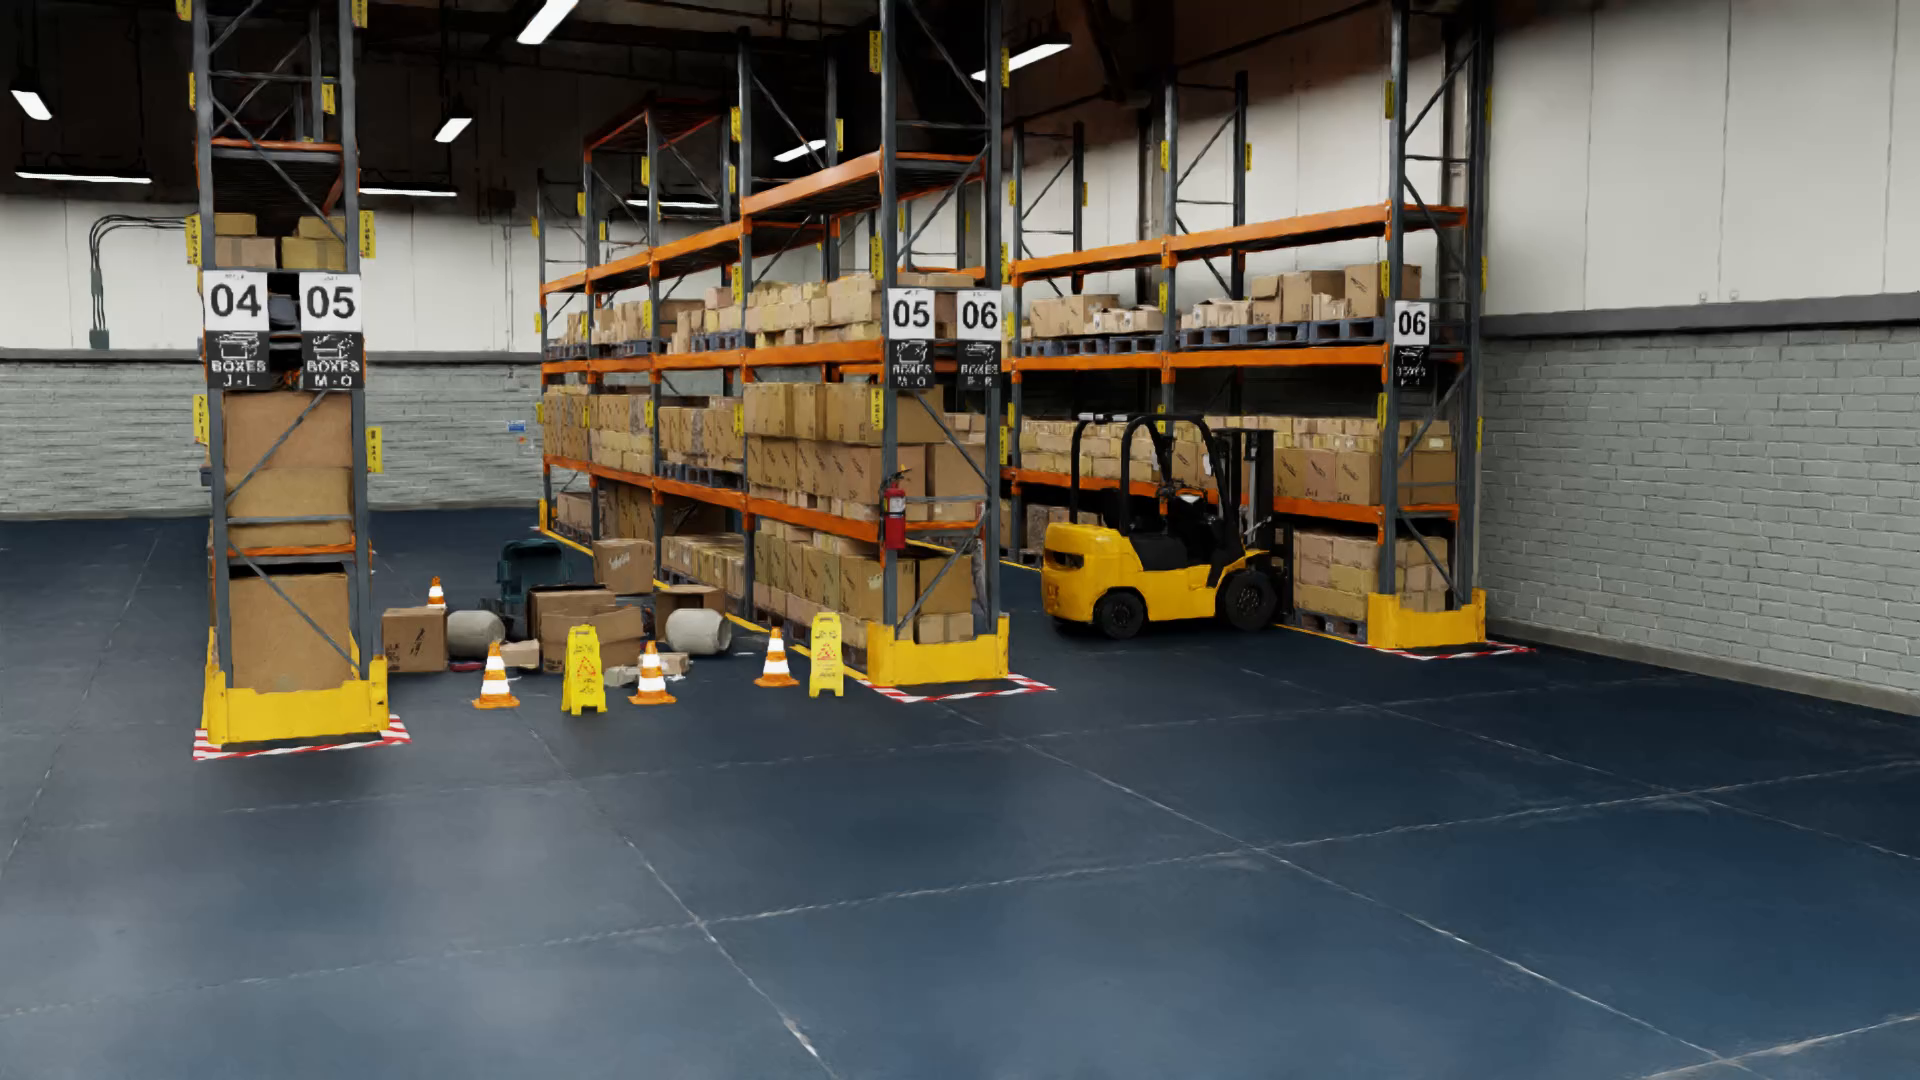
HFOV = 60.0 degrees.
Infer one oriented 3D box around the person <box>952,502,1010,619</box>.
[{"bbox_3d":[0.175,-0.057,17.369,0.564,1.771,0.687,-2,6,-20],"label":"person"}]
